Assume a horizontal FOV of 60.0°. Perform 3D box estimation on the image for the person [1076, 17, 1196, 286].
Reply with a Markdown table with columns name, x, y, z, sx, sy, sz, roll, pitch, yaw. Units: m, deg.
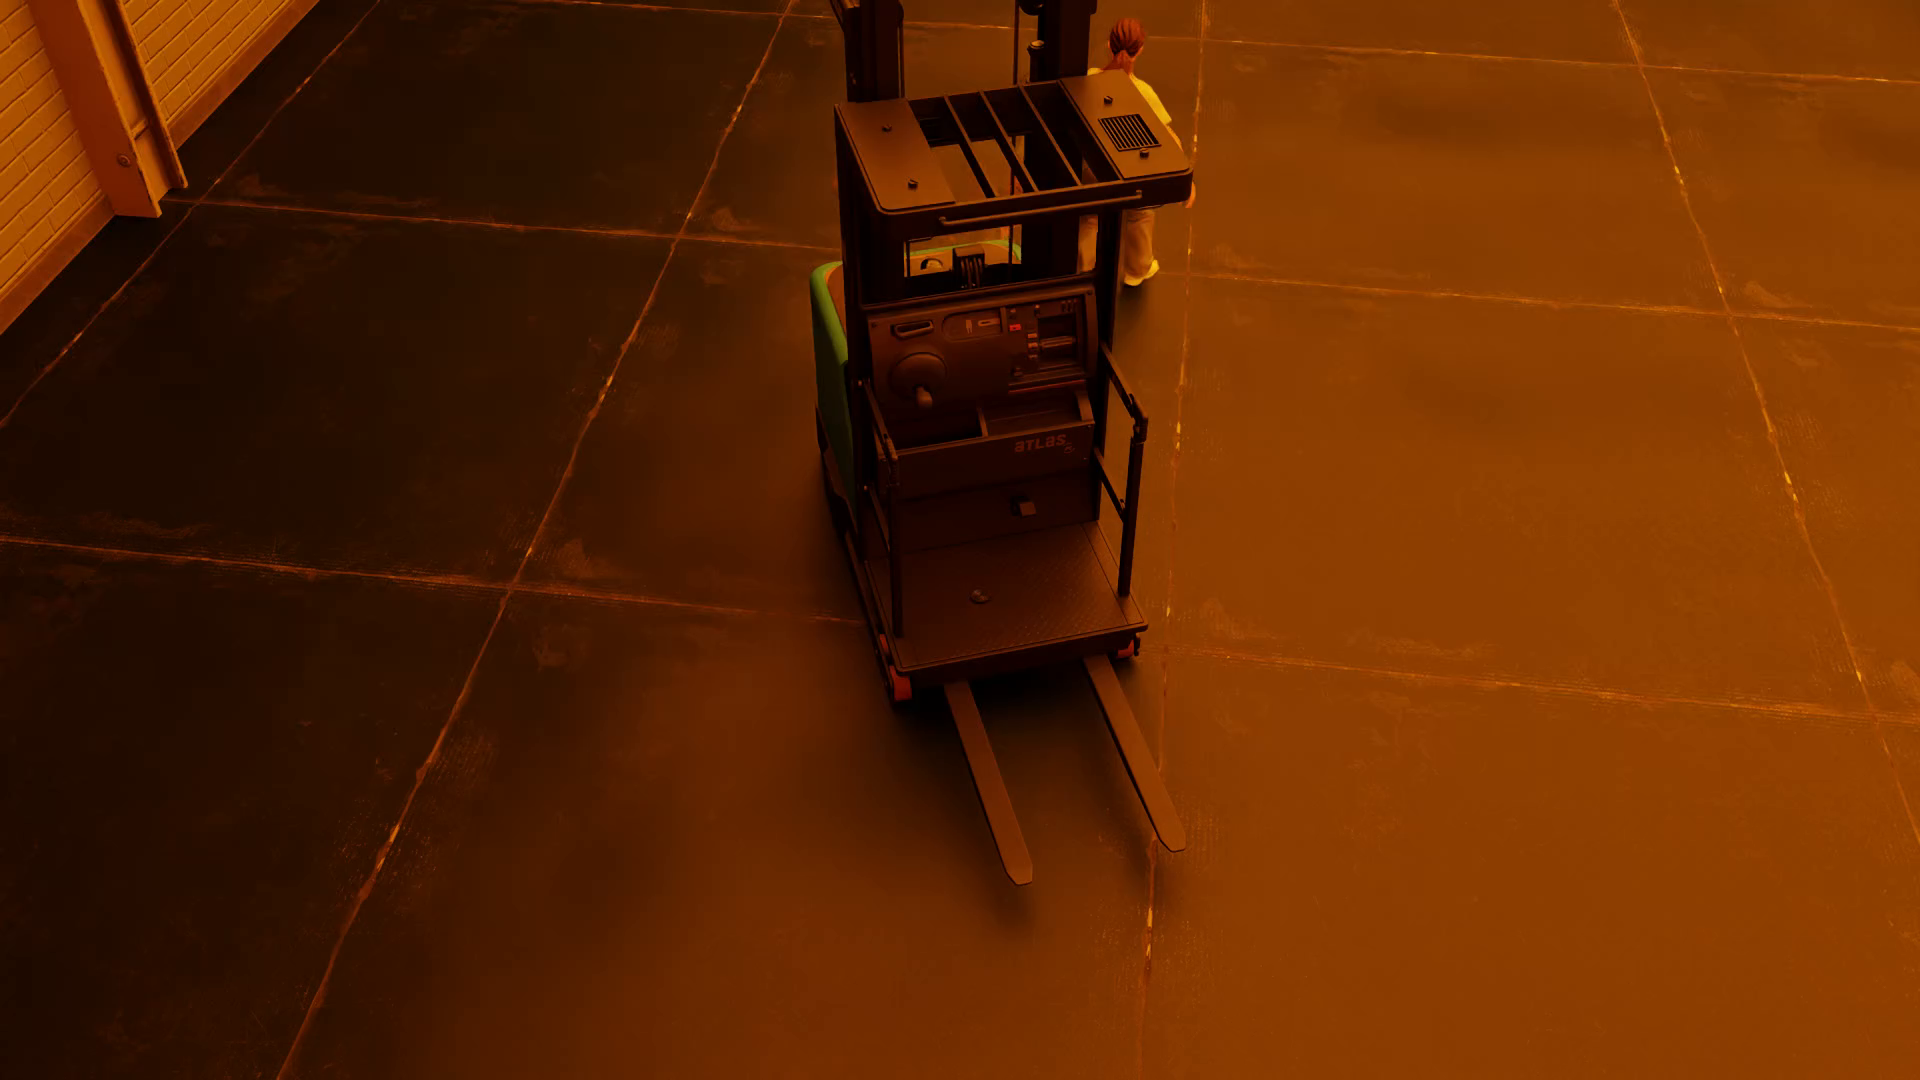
| name | x | y | z | sx | sy | sz | roll | pitch | yaw |
| --- | --- | --- | --- | --- | --- | --- | --- | --- | --- |
| person | 0.897 | -2.011 | 8.876 | 0.870 | 1.658 | 0.714 | 17 | 45 | 18 |

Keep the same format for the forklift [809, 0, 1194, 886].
| name | x | y | z | sx | sy | sz | roll | pitch | yaw |
| --- | --- | --- | --- | --- | --- | --- | --- | --- | --- |
| forklift | 0.153 | -0.681 | 6.465 | 1.130 | 2.935 | 3.031 | -10 | 44 | -11 |
